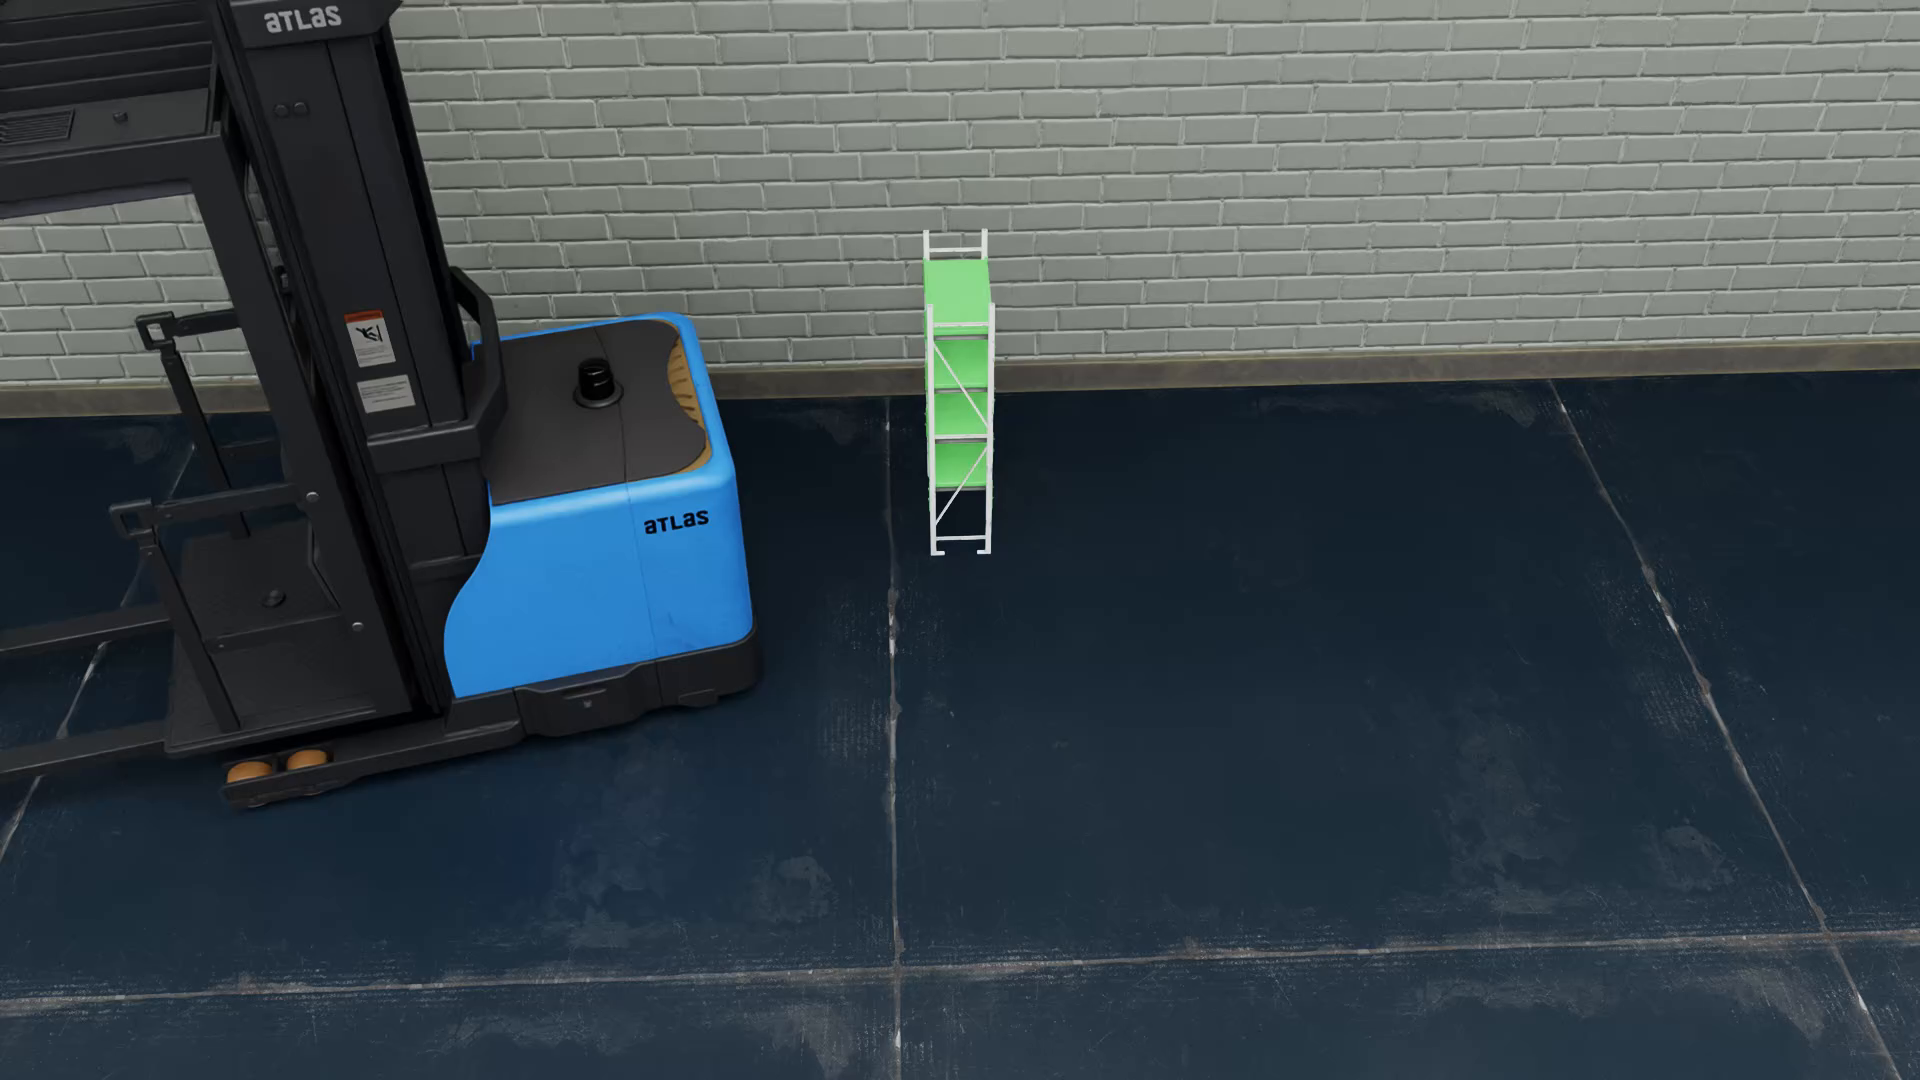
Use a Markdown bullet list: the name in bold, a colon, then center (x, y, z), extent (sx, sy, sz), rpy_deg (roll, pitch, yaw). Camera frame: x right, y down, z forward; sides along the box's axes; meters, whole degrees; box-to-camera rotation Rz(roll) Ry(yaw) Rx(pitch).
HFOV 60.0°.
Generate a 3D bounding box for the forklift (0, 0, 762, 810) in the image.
- **forklift**: center (-2.303, -0.556, 5.188), extent (3.031, 2.935, 1.130), rpy_deg (-11, 44, -12)

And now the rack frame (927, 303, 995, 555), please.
- **rack frame**: center (0.003, -0.389, 6.287), extent (0.240, 1.200, 0.015), rpy_deg (-2, 43, -2)

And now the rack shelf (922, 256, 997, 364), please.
- **rack shelf**: center (-0.007, -0.861, 6.185), extent (0.258, 0.148, 0.480), rpy_deg (-2, 43, -2)

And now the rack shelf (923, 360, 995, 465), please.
- **rack shelf**: center (-0.007, -0.507, 6.510), extent (0.258, 0.148, 0.480), rpy_deg (-2, 43, -2)

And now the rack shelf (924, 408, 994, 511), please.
- **rack shelf**: center (-0.007, -0.330, 6.672), extent (0.258, 0.148, 0.480), rpy_deg (-2, 43, -2)

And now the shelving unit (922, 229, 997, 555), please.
- **shelving unit**: center (-0.007, -0.554, 6.466), extent (0.258, 1.200, 0.503), rpy_deg (-2, 43, -2)

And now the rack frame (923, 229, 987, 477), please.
- **rack frame**: center (-0.017, -0.719, 6.646), extent (0.240, 1.200, 0.015), rpy_deg (-2, 43, -2)

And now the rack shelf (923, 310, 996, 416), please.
- **rack shelf**: center (-0.007, -0.684, 6.347), extent (0.258, 0.148, 0.480), rpy_deg (-2, 43, -2)
